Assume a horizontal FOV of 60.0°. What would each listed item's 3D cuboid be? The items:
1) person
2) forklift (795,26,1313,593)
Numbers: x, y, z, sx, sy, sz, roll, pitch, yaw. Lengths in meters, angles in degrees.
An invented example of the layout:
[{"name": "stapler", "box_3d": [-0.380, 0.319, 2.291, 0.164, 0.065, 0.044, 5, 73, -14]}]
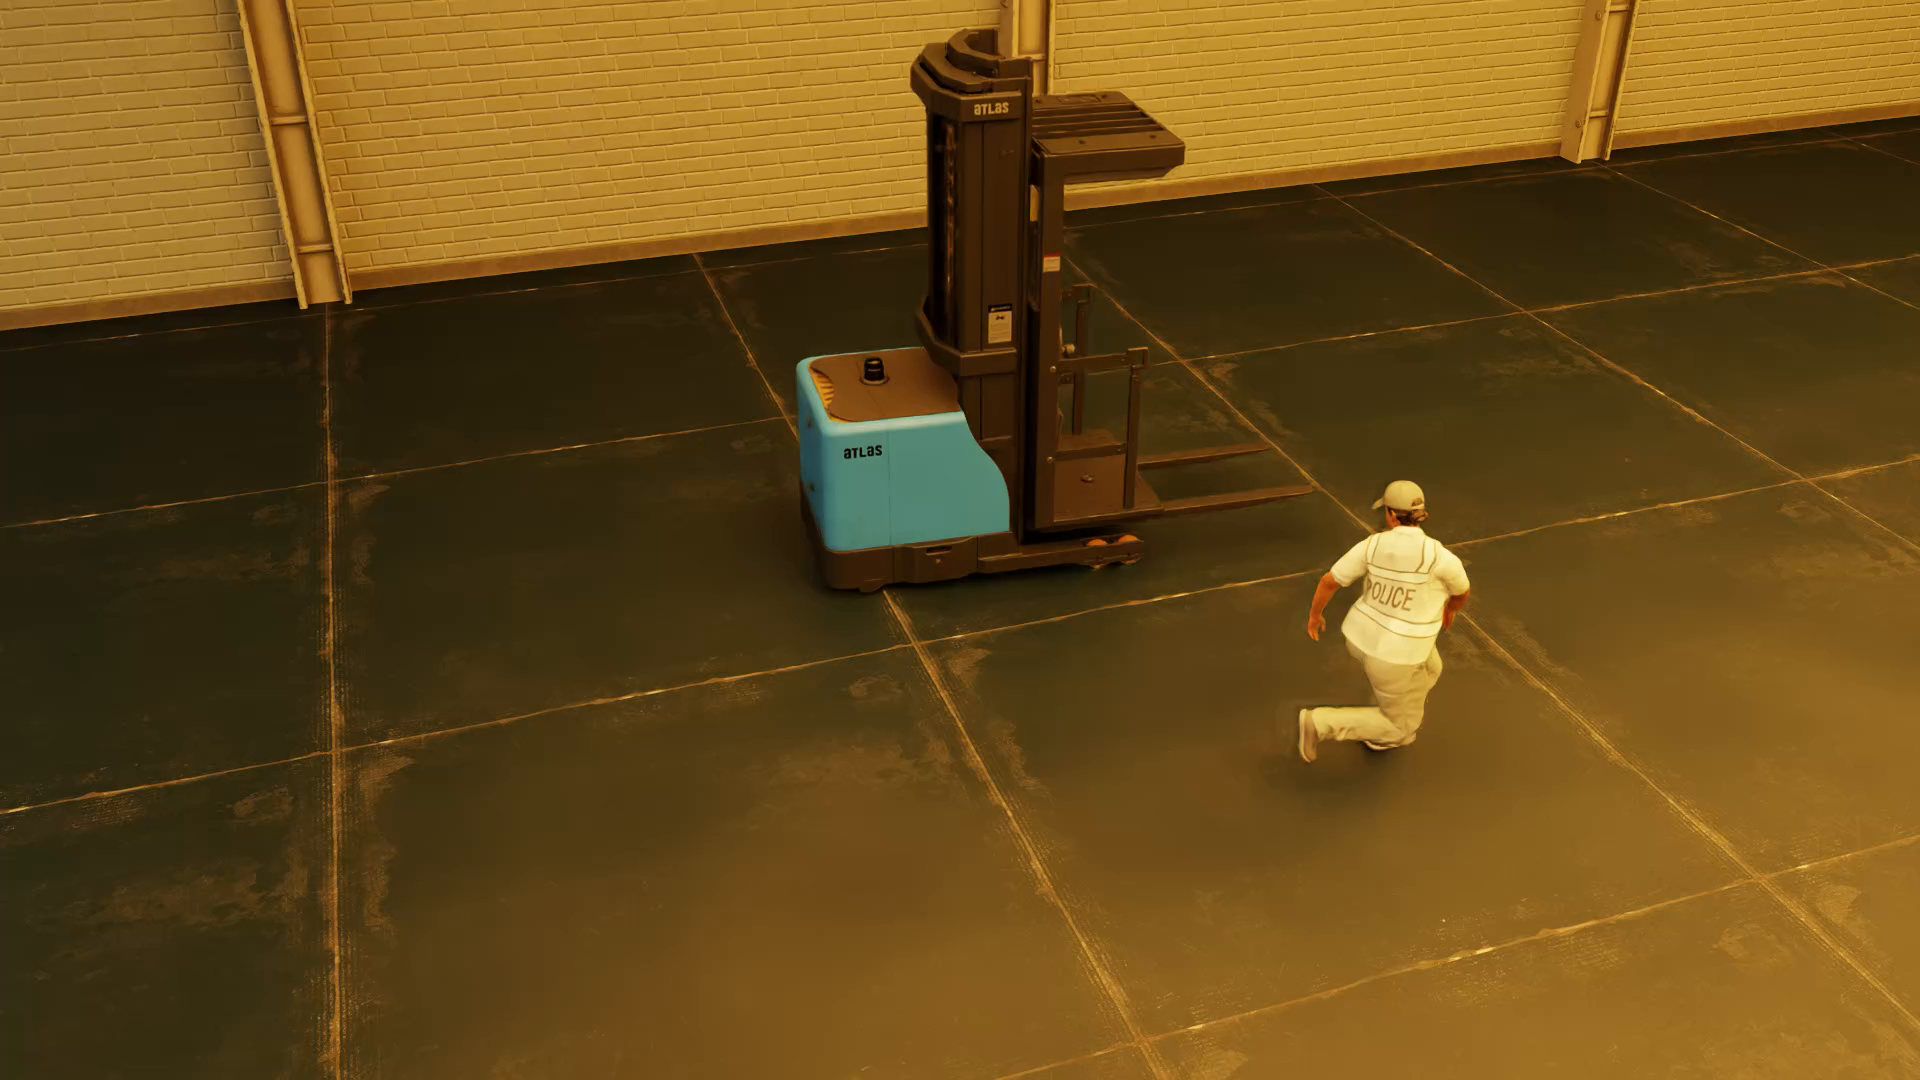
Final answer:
[{"name": "person", "box_3d": [1.997, 0.418, 7.907, 0.831, 1.440, 0.598, -12, 32, -20]}, {"name": "forklift", "box_3d": [0.597, -1.353, 9.439, 3.031, 2.935, 1.130, -7, 31, -12]}]
